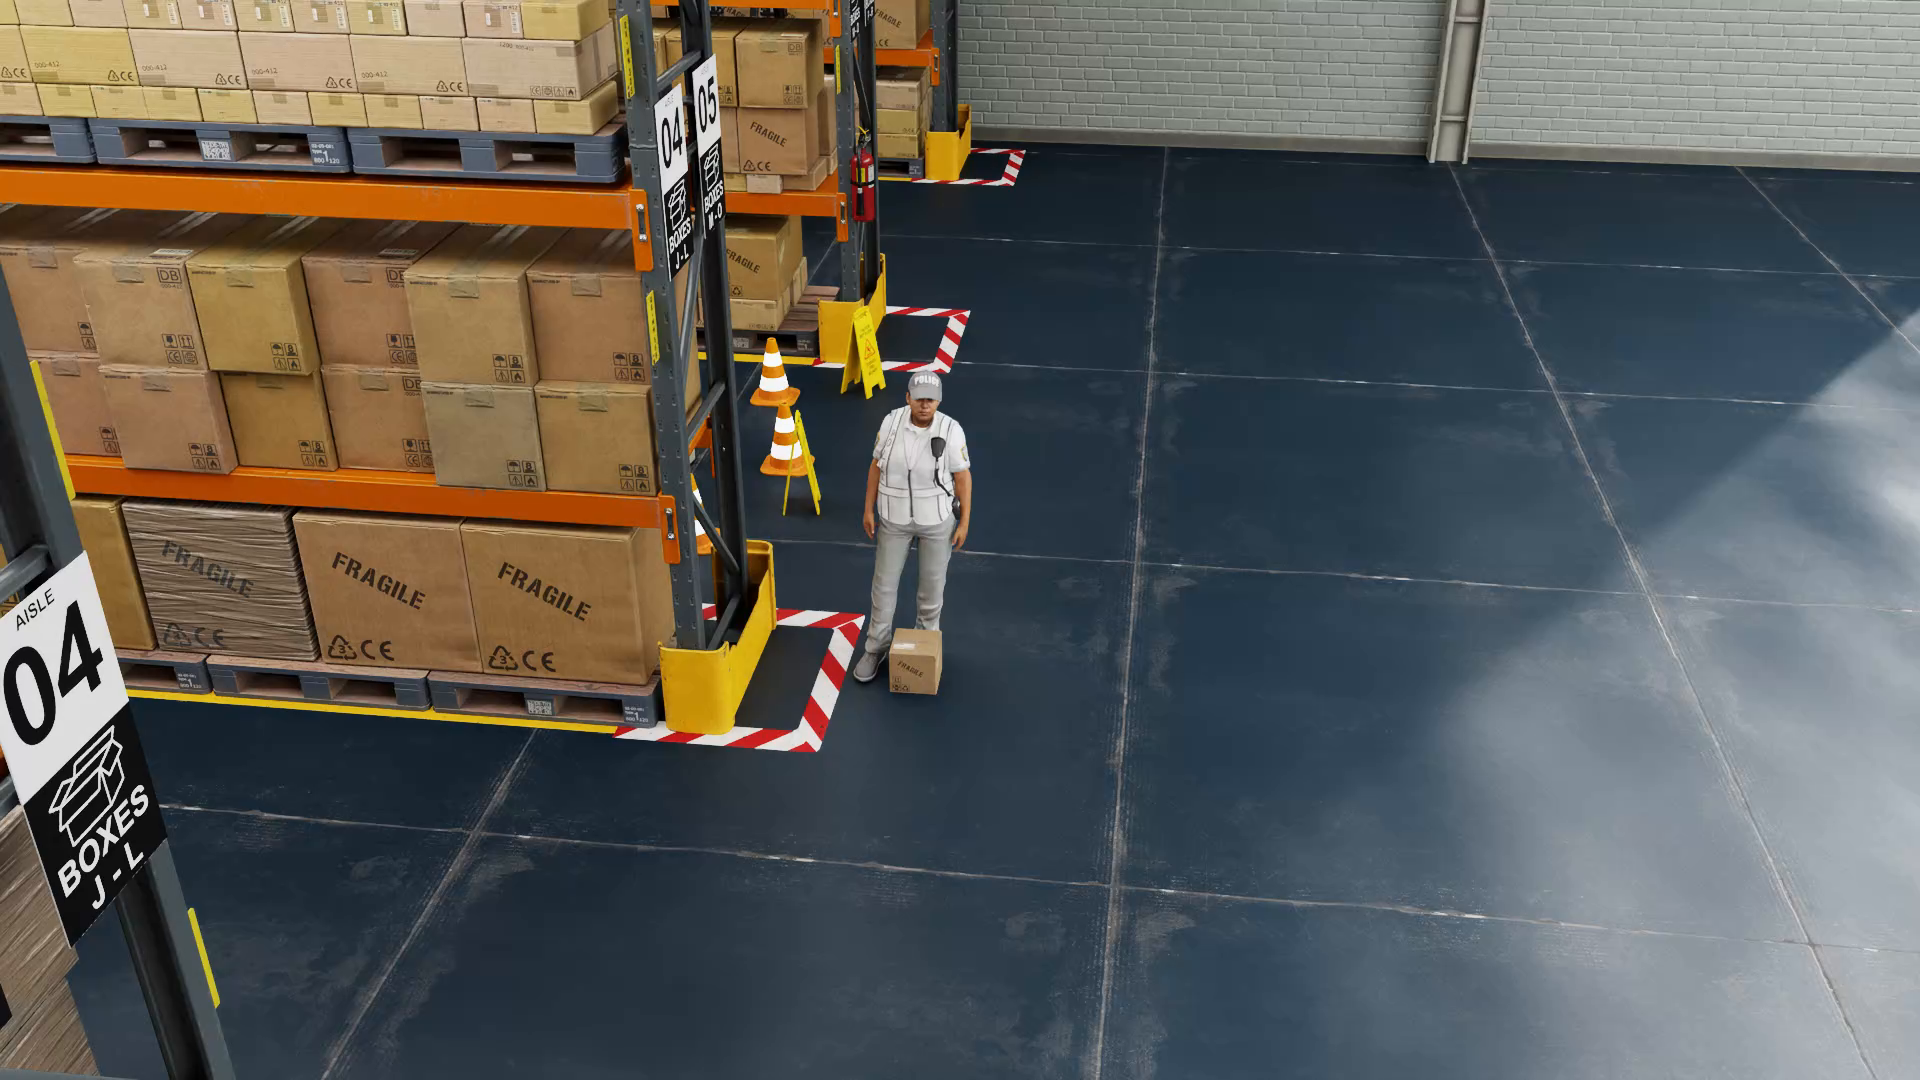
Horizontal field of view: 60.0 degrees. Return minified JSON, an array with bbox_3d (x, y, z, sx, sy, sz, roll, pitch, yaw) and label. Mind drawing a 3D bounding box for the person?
[{"bbox_3d":[-0.252,-0.071,8.729,0.599,1.671,0.529,4,29,7],"label":"person"}]
